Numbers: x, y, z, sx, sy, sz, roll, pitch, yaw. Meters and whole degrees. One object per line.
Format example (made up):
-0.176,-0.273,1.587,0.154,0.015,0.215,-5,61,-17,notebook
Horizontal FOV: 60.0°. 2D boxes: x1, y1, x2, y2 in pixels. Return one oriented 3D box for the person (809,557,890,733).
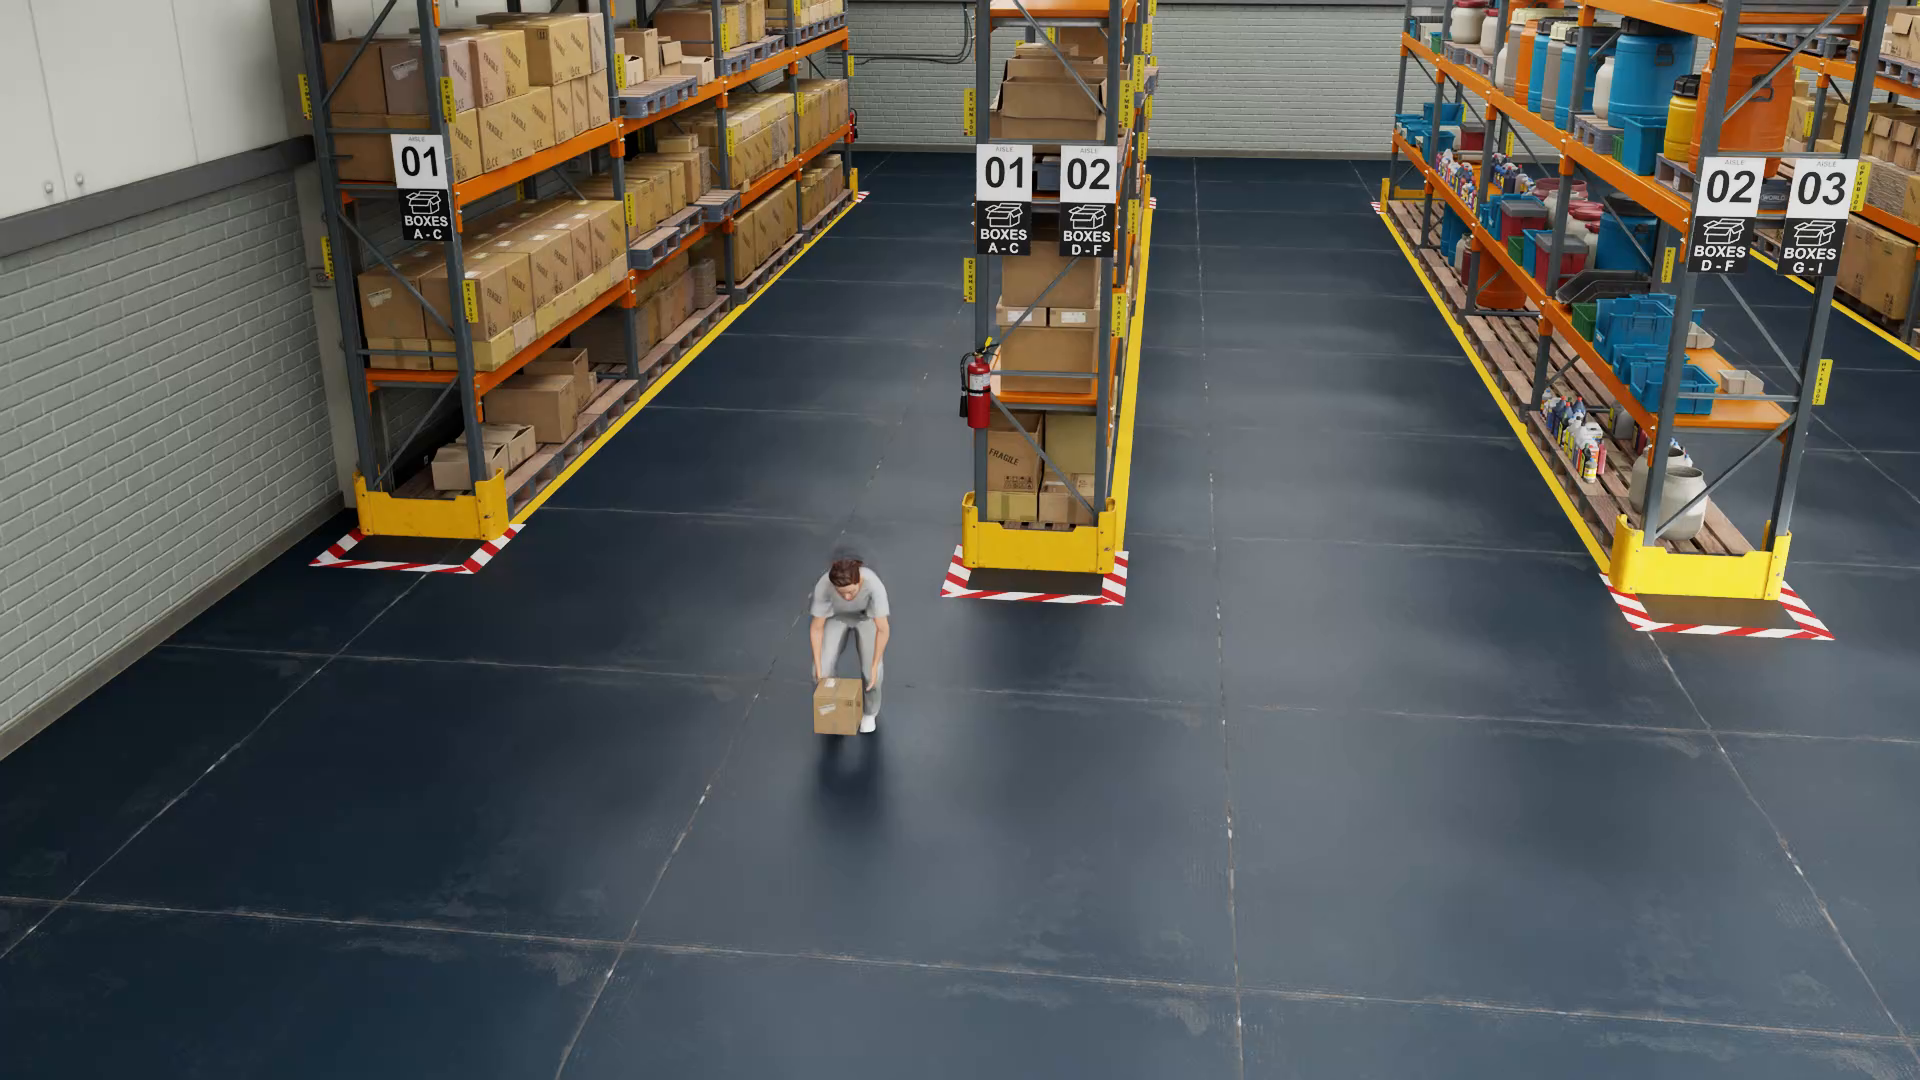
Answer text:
-0.656,0.593,10.194,0.496,1.221,0.716,2,21,6,person
